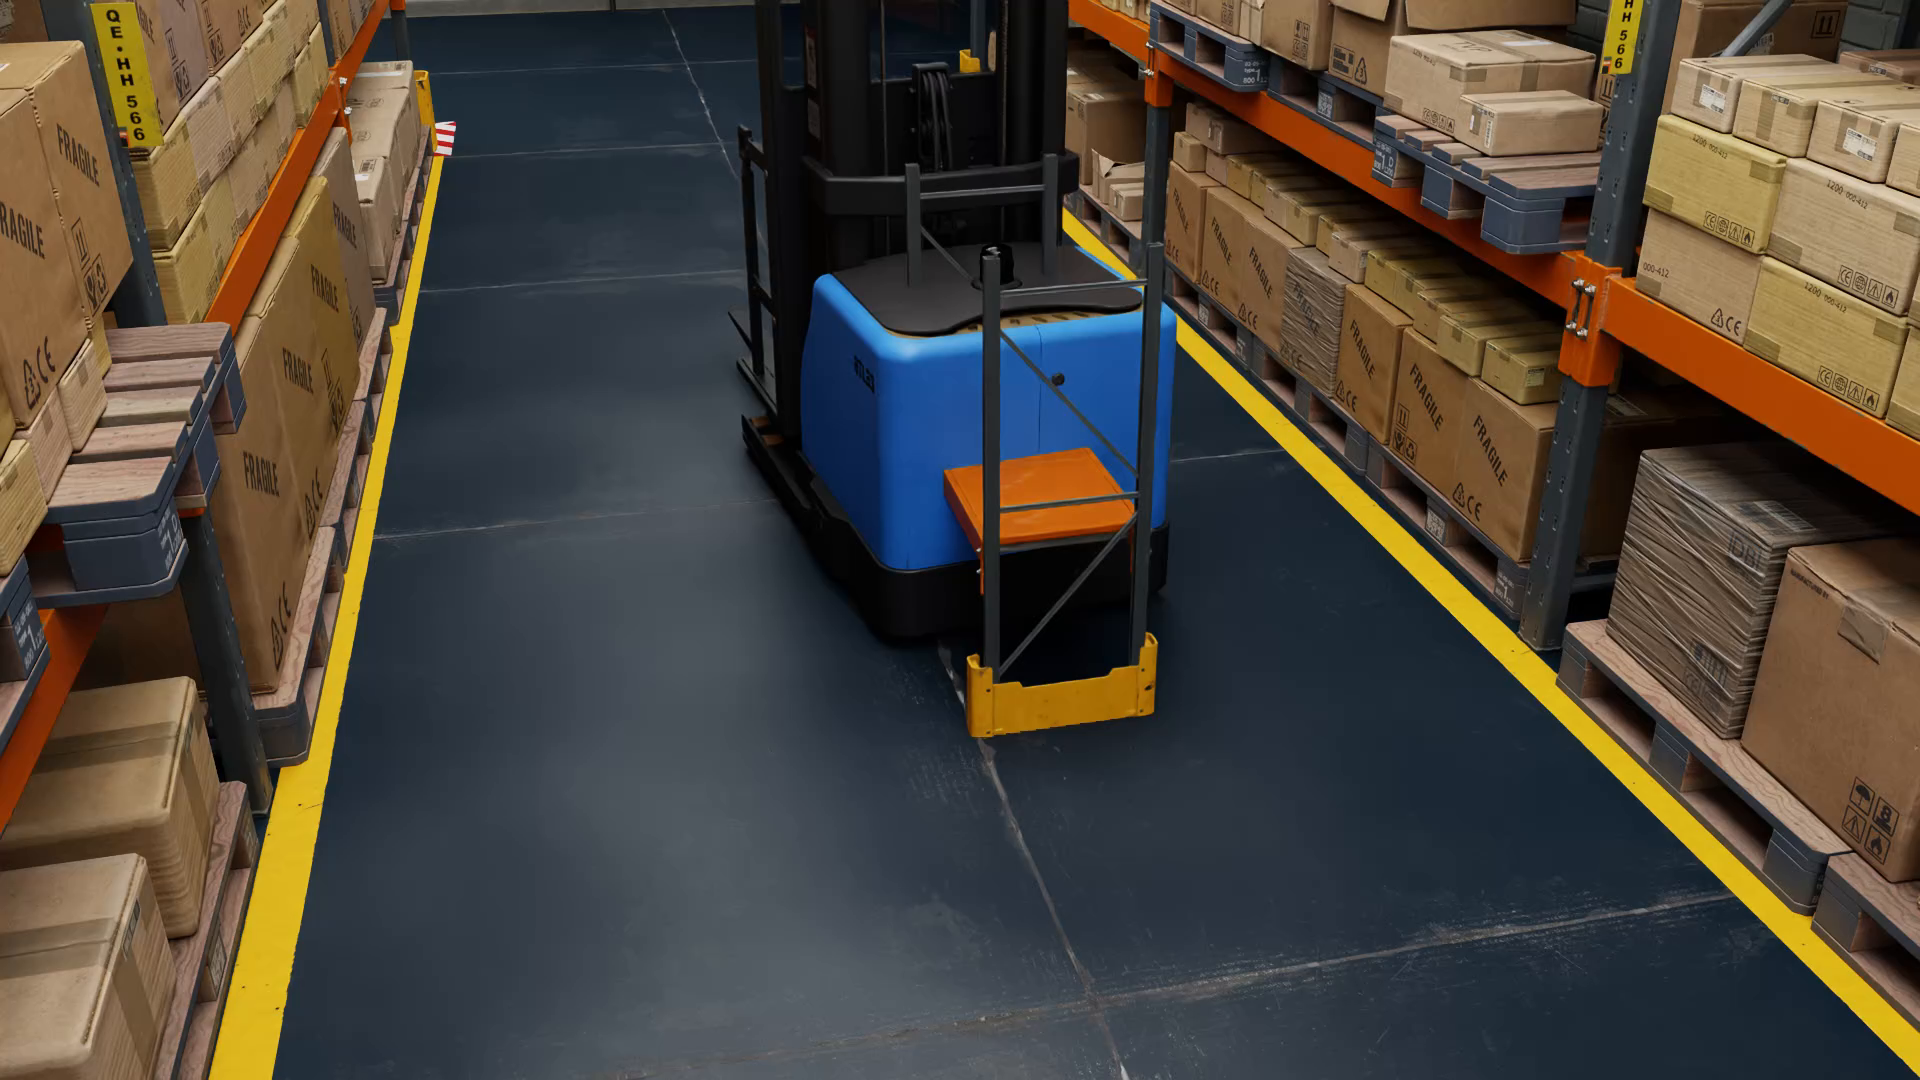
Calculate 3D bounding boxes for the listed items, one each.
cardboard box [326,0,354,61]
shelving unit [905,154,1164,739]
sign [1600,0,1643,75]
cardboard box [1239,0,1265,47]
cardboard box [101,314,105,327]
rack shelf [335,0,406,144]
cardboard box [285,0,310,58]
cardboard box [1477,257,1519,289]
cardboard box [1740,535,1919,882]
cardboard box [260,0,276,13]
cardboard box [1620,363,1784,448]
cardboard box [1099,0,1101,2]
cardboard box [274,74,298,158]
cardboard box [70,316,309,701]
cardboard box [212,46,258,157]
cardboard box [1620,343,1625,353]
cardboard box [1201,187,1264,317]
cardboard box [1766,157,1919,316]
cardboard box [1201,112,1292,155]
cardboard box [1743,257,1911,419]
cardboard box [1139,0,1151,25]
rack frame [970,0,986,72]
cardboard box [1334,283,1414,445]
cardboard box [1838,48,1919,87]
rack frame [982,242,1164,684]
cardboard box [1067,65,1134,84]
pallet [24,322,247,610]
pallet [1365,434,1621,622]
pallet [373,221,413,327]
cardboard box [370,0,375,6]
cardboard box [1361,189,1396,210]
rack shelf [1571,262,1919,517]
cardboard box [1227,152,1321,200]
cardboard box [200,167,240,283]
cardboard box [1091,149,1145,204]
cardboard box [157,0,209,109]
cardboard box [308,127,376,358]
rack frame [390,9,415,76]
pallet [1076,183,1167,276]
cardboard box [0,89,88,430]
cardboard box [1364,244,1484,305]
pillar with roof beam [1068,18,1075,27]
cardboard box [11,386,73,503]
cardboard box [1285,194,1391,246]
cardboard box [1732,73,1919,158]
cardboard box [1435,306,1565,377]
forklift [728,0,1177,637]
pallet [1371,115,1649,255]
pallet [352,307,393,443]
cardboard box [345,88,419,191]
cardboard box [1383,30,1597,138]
[{"bbox_3d":[-3.208,-2.566,7.894,0.500,0.500,0.500,-5,27,-10],"label":"cardboard box"},{"bbox_3d":[0.192,-0.332,5.237,0.587,1.500,1.083,-7,28,-12],"label":"shelving unit"},{"bbox_3d":[1.852,-1.461,4.618,0.100,0.325,0.005,-6,27,-12],"label":"sign"},{"bbox_3d":[1.417,-2.273,7.108,0.396,0.266,0.258,-5,27,-9],"label":"cardboard box"},{"bbox_3d":[-2.153,-0.488,3.701,0.380,0.149,0.250,-5,27,-10],"label":"cardboard box"},{"bbox_3d":[-3.808,-2.846,9.357,1.077,0.370,4.000,-6,27,-12],"label":"rack shelf"},{"bbox_3d":[-2.902,-2.058,6.609,0.500,0.250,0.500,-5,27,-10],"label":"cardboard box"},{"bbox_3d":[2.320,-1.119,6.726,0.380,0.149,0.250,-7,28,-13],"label":"cardboard box"},{"bbox_3d":[2.661,0.395,4.307,0.875,0.625,0.625,-5,27,-10],"label":"cardboard box"},{"bbox_3d":[-2.793,-2.158,5.976,0.500,0.500,0.500,-5,27,-10],"label":"cardboard box"},{"bbox_3d":[2.557,-0.324,5.870,0.500,0.500,0.500,-5,27,-10],"label":"cardboard box"},{"bbox_3d":[0.965,-3.138,9.418,0.380,0.149,0.250,-5,27,-10],"label":"cardboard box"},{"bbox_3d":[-2.802,-1.603,6.264,0.500,0.250,0.500,-7,28,-13],"label":"cardboard box"},{"bbox_3d":[-2.531,-0.083,4.978,0.875,0.875,0.875,-6,27,-12],"label":"cardboard box"},{"bbox_3d":[-2.546,-1.384,5.274,0.500,0.250,0.500,-6,27,-12],"label":"cardboard box"},{"bbox_3d":[2.531,-0.780,6.054,0.380,0.149,0.250,-5,27,-10],"label":"cardboard box"},{"bbox_3d":[1.497,-1.398,7.999,0.500,0.500,0.500,-6,27,-12],"label":"cardboard box"},{"bbox_3d":[2.353,-0.755,4.029,0.500,0.250,0.500,-5,27,-10],"label":"cardboard box"},{"bbox_3d":[1.404,-1.995,8.131,0.380,0.149,0.250,-7,28,-14],"label":"cardboard box"},{"bbox_3d":[2.349,-0.531,4.139,0.500,0.250,0.500,-7,28,-13],"label":"cardboard box"},{"bbox_3d":[1.159,-2.797,8.741,0.380,0.149,0.250,-6,27,-11],"label":"cardboard box"},{"bbox_3d":[0.576,-4.551,11.937,1.000,3.000,0.127,-6,27,-12],"label":"rack frame"},{"bbox_3d":[1.851,-0.724,6.664,0.500,0.500,0.500,-5,27,-9],"label":"cardboard box"},{"bbox_3d":[2.649,-1.250,4.568,0.380,0.149,0.250,-5,27,-10],"label":"cardboard box"},{"bbox_3d":[0.312,-0.105,4.787,0.500,1.500,0.032,-7,28,-12],"label":"rack frame"},{"bbox_3d":[0.798,-2.723,10.623,0.500,0.500,0.500,-5,27,-11],"label":"cardboard box"},{"bbox_3d":[-2.192,-0.145,3.422,1.213,0.211,1.003,-6,27,-12],"label":"pallet"},{"bbox_3d":[2.247,-0.125,6.264,1.003,0.211,1.213,-6,27,-12],"label":"pallet"},{"bbox_3d":[-3.453,-1.386,8.761,1.003,0.211,1.213,-6,27,-12],"label":"pallet"},{"bbox_3d":[-3.540,-3.233,9.215,0.500,0.500,0.500,-5,27,-10],"label":"cardboard box"},{"bbox_3d":[2.062,-1.566,7.613,0.380,0.149,0.250,-5,27,-10],"label":"cardboard box"},{"bbox_3d":[2.830,0.161,3.401,1.077,0.370,4.000,-6,27,-12],"label":"rack shelf"},{"bbox_3d":[1.506,-1.746,7.968,0.380,0.149,0.250,-7,28,-14],"label":"cardboard box"},{"bbox_3d":[-2.454,-0.930,4.930,0.500,0.250,0.500,-7,28,-13],"label":"cardboard box"},{"bbox_3d":[0.985,-2.133,9.715,0.396,0.266,0.258,-5,27,-10],"label":"cardboard box"},{"bbox_3d":[-2.450,-1.482,4.637,0.500,0.500,0.500,-6,27,-11],"label":"cardboard box"},{"bbox_3d":[-3.140,-1.264,7.317,0.875,0.875,0.875,-5,27,-10],"label":"cardboard box"},{"bbox_3d":[-4.259,-4.045,10.935,1.000,3.000,0.127,-6,27,-12],"label":"rack frame"},{"bbox_3d":[1.324,-1.851,9.684,1.003,0.211,1.213,-6,27,-12],"label":"pallet"},{"bbox_3d":[-1.956,-0.501,3.006,0.500,0.500,0.500,-6,27,-12],"label":"cardboard box"},{"bbox_3d":[1.841,-1.057,6.604,0.380,0.149,0.250,-6,27,-12],"label":"cardboard box"},{"bbox_3d":[-3.348,-8.067,12.245,9.100,9.000,0.400,-6,27,-12],"label":"pillar with roof beam"},{"bbox_3d":[-1.873,-0.160,3.052,0.380,0.149,0.250,-7,28,-14],"label":"cardboard box"},{"bbox_3d":[1.654,-1.404,7.292,0.380,0.149,0.250,-5,27,-10],"label":"cardboard box"},{"bbox_3d":[2.225,-1.086,4.242,0.380,0.149,0.250,-5,27,-10],"label":"cardboard box"},{"bbox_3d":[1.929,-0.707,5.911,0.380,0.149,0.250,-7,28,-14],"label":"cardboard box"},{"bbox_3d":[-0.266,-1.634,6.235,1.130,2.935,3.031,-9,28,-18],"label":"forklift"},{"bbox_3d":[2.158,-1.243,5.597,1.213,0.211,1.003,-6,27,-12],"label":"pallet"},{"bbox_3d":[-3.110,-0.713,7.428,1.003,0.211,1.213,-6,27,-12],"label":"pallet"},{"bbox_3d":[-3.799,-2.408,10.069,0.875,0.438,0.875,-5,27,-10],"label":"cardboard box"},{"bbox_3d":[1.826,-1.589,5.770,0.500,0.250,0.500,-7,28,-14],"label":"cardboard box"}]
